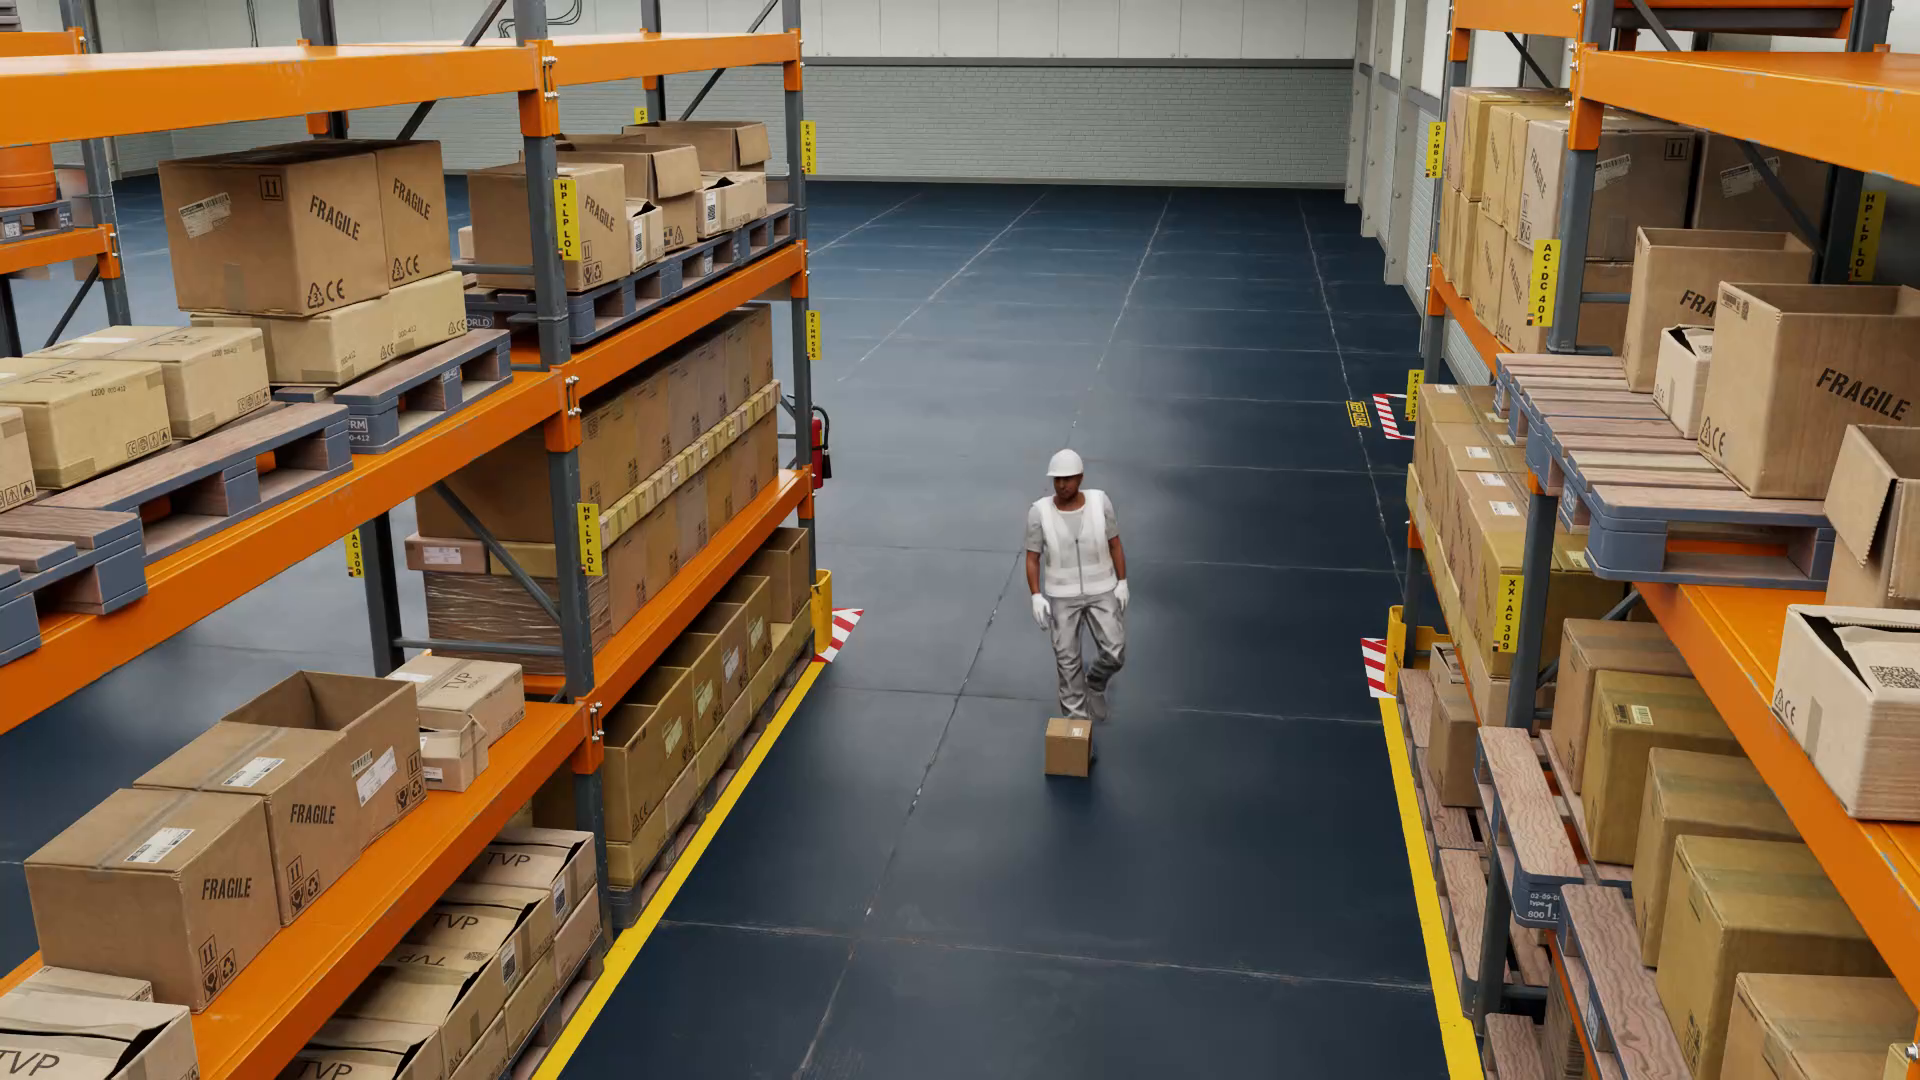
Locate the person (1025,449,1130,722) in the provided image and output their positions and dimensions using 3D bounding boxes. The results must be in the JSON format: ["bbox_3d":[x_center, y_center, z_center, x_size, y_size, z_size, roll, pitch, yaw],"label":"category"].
[{"bbox_3d":[0.705,0.358,9.862,0.639,1.773,0.655,0,18,0],"label":"person"}]
